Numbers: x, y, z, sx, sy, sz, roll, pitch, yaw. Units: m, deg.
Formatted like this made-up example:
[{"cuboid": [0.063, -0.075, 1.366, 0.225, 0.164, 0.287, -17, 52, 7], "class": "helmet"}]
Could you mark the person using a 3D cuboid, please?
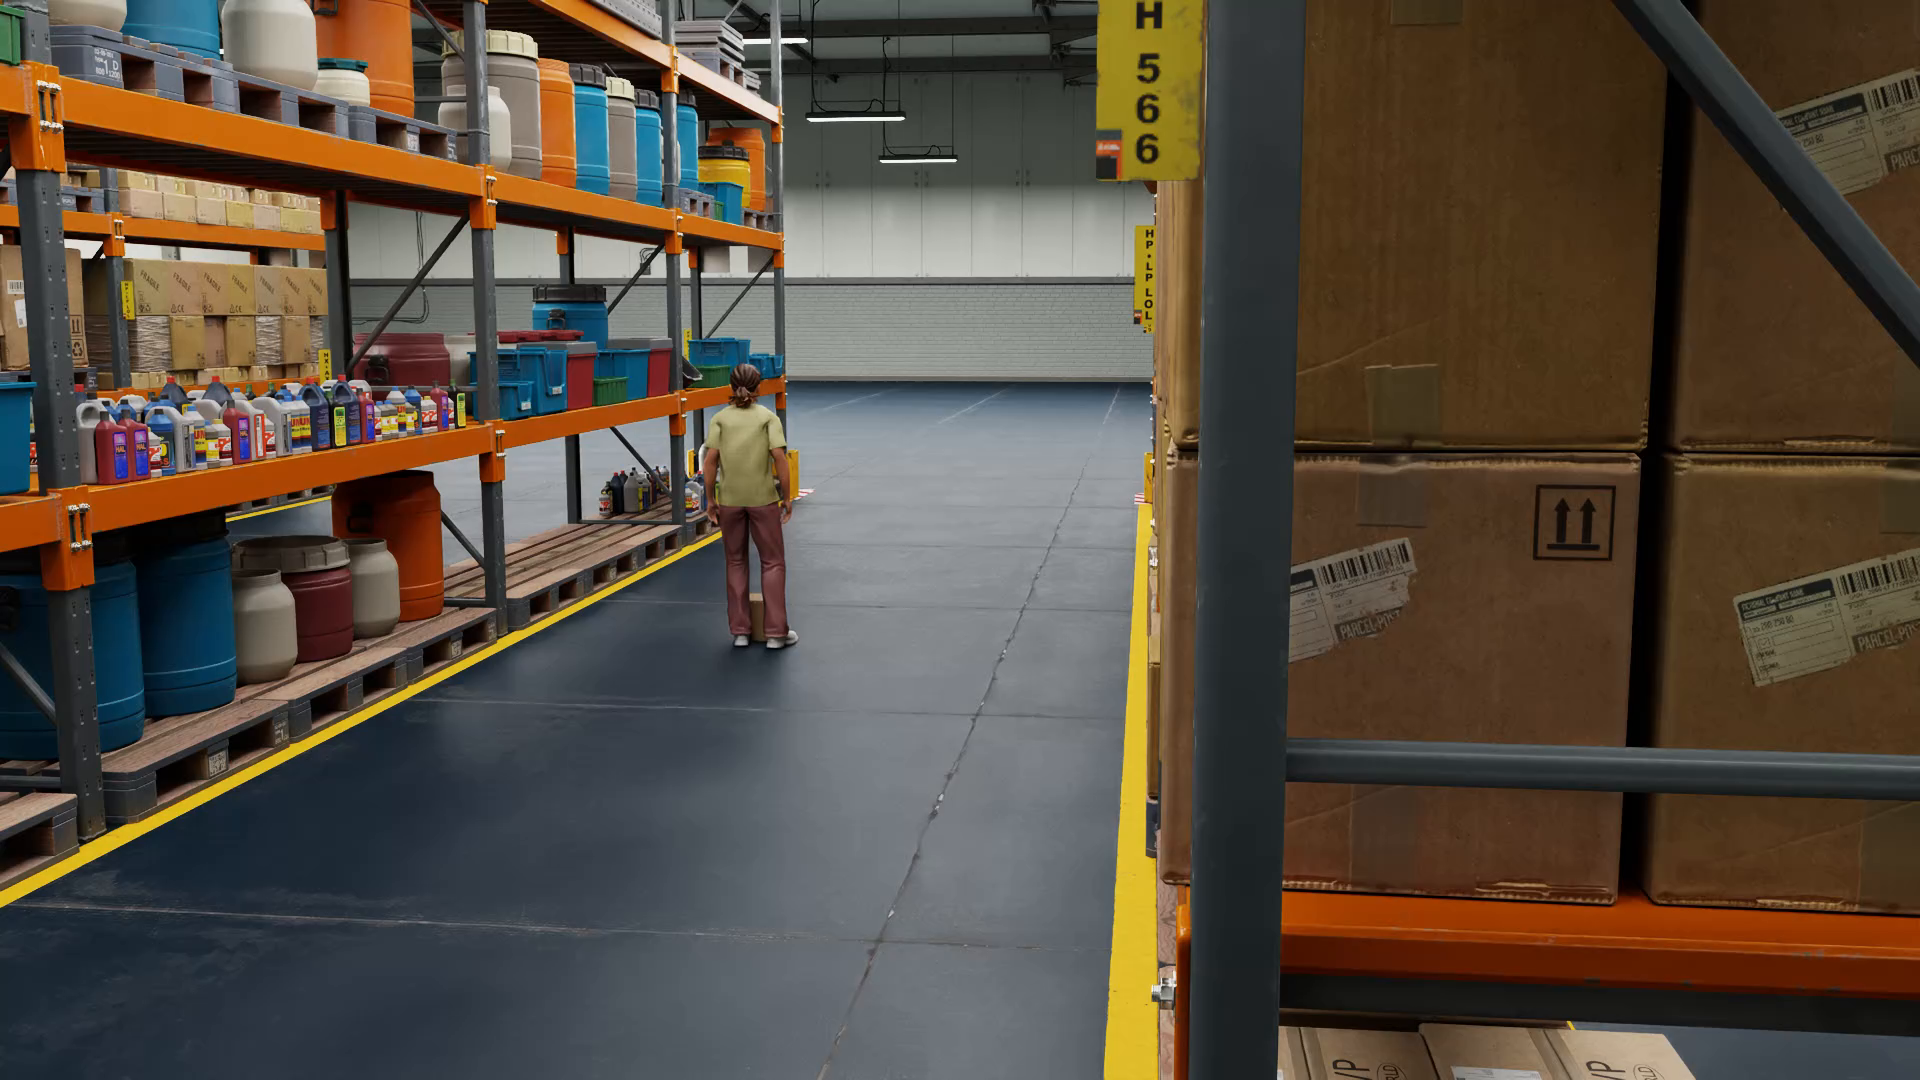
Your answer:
[{"cuboid": [-1.238, -0.206, 9.830, 0.514, 1.673, 0.393, 1, 8, 4], "class": "person"}]
